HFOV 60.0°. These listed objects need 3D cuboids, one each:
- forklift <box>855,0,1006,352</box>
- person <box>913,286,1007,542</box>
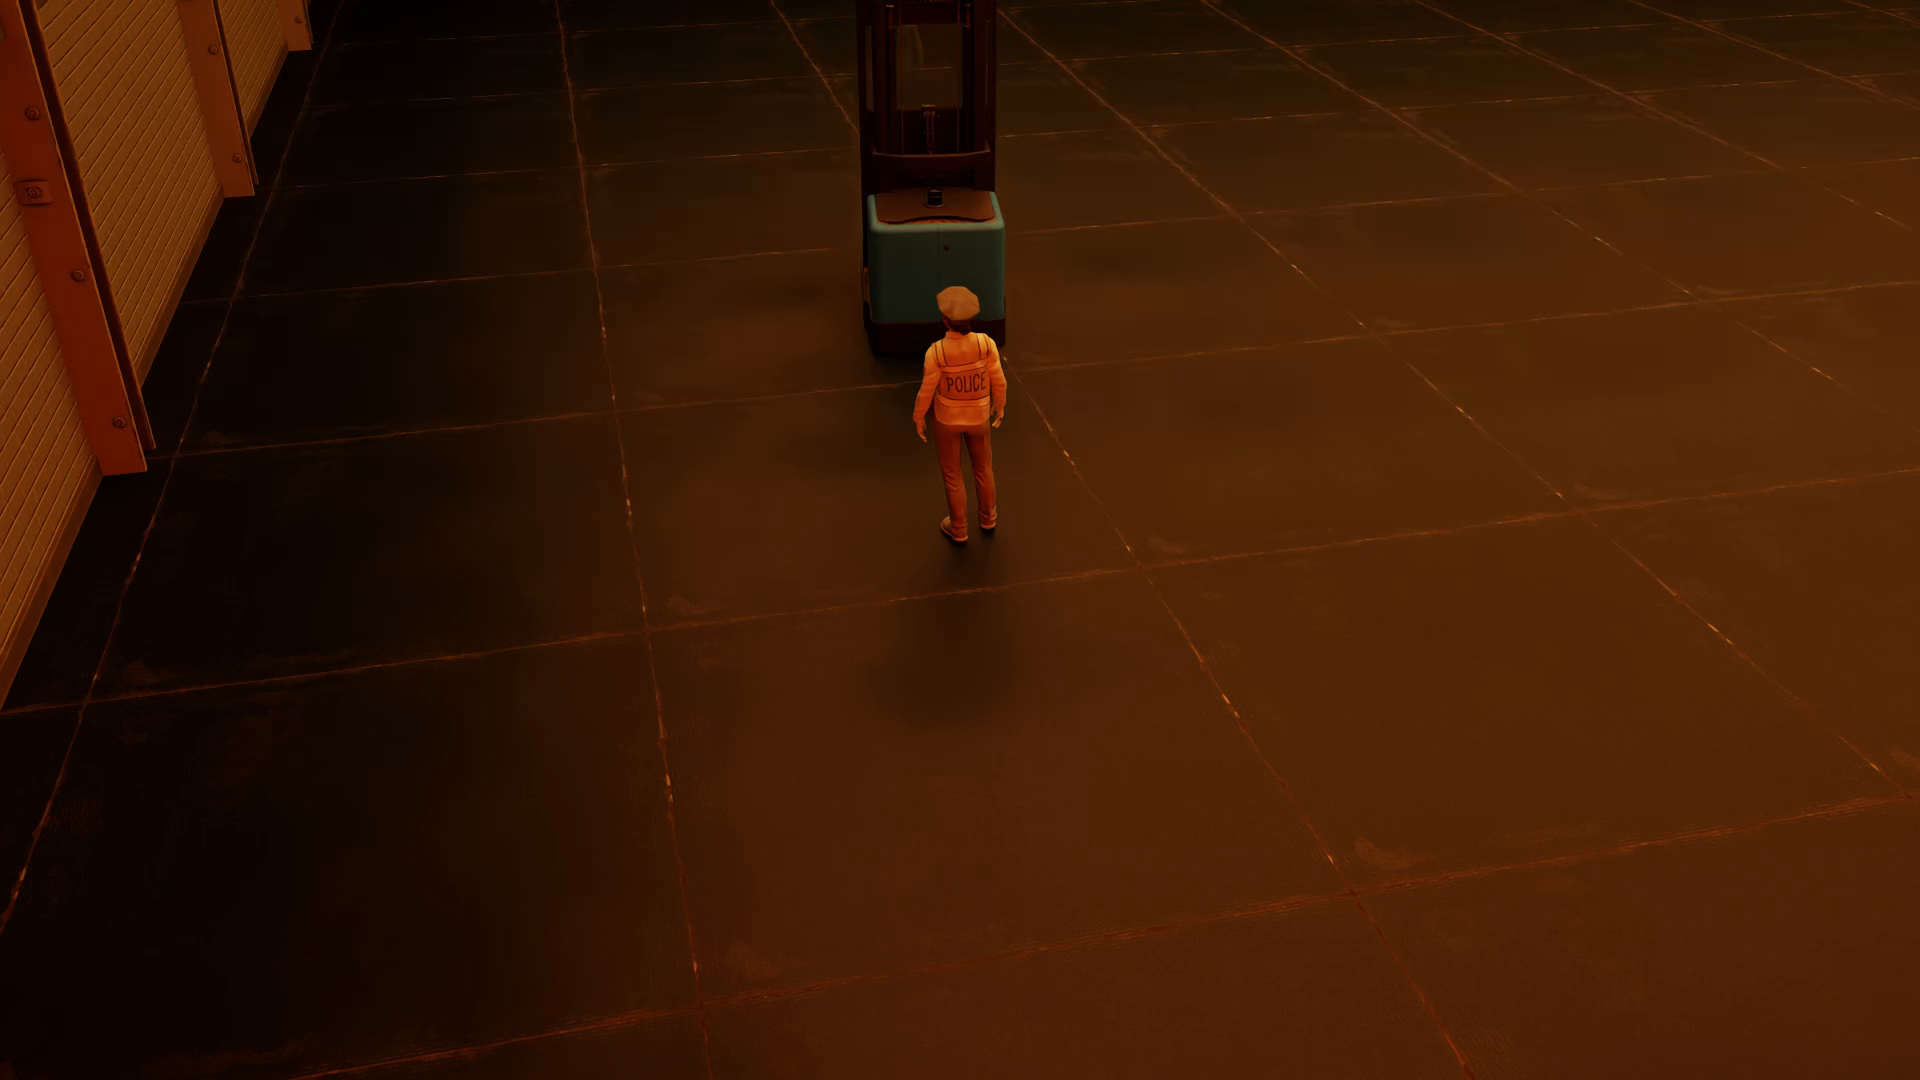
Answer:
[{"bbox_3d":[-0.279,-3.430,13.500,1.130,2.935,3.031,-2,30,-4],"label":"forklift"},{"bbox_3d":[-0.009,-0.774,10.131,0.586,1.694,0.530,-7,31,-12],"label":"person"}]
